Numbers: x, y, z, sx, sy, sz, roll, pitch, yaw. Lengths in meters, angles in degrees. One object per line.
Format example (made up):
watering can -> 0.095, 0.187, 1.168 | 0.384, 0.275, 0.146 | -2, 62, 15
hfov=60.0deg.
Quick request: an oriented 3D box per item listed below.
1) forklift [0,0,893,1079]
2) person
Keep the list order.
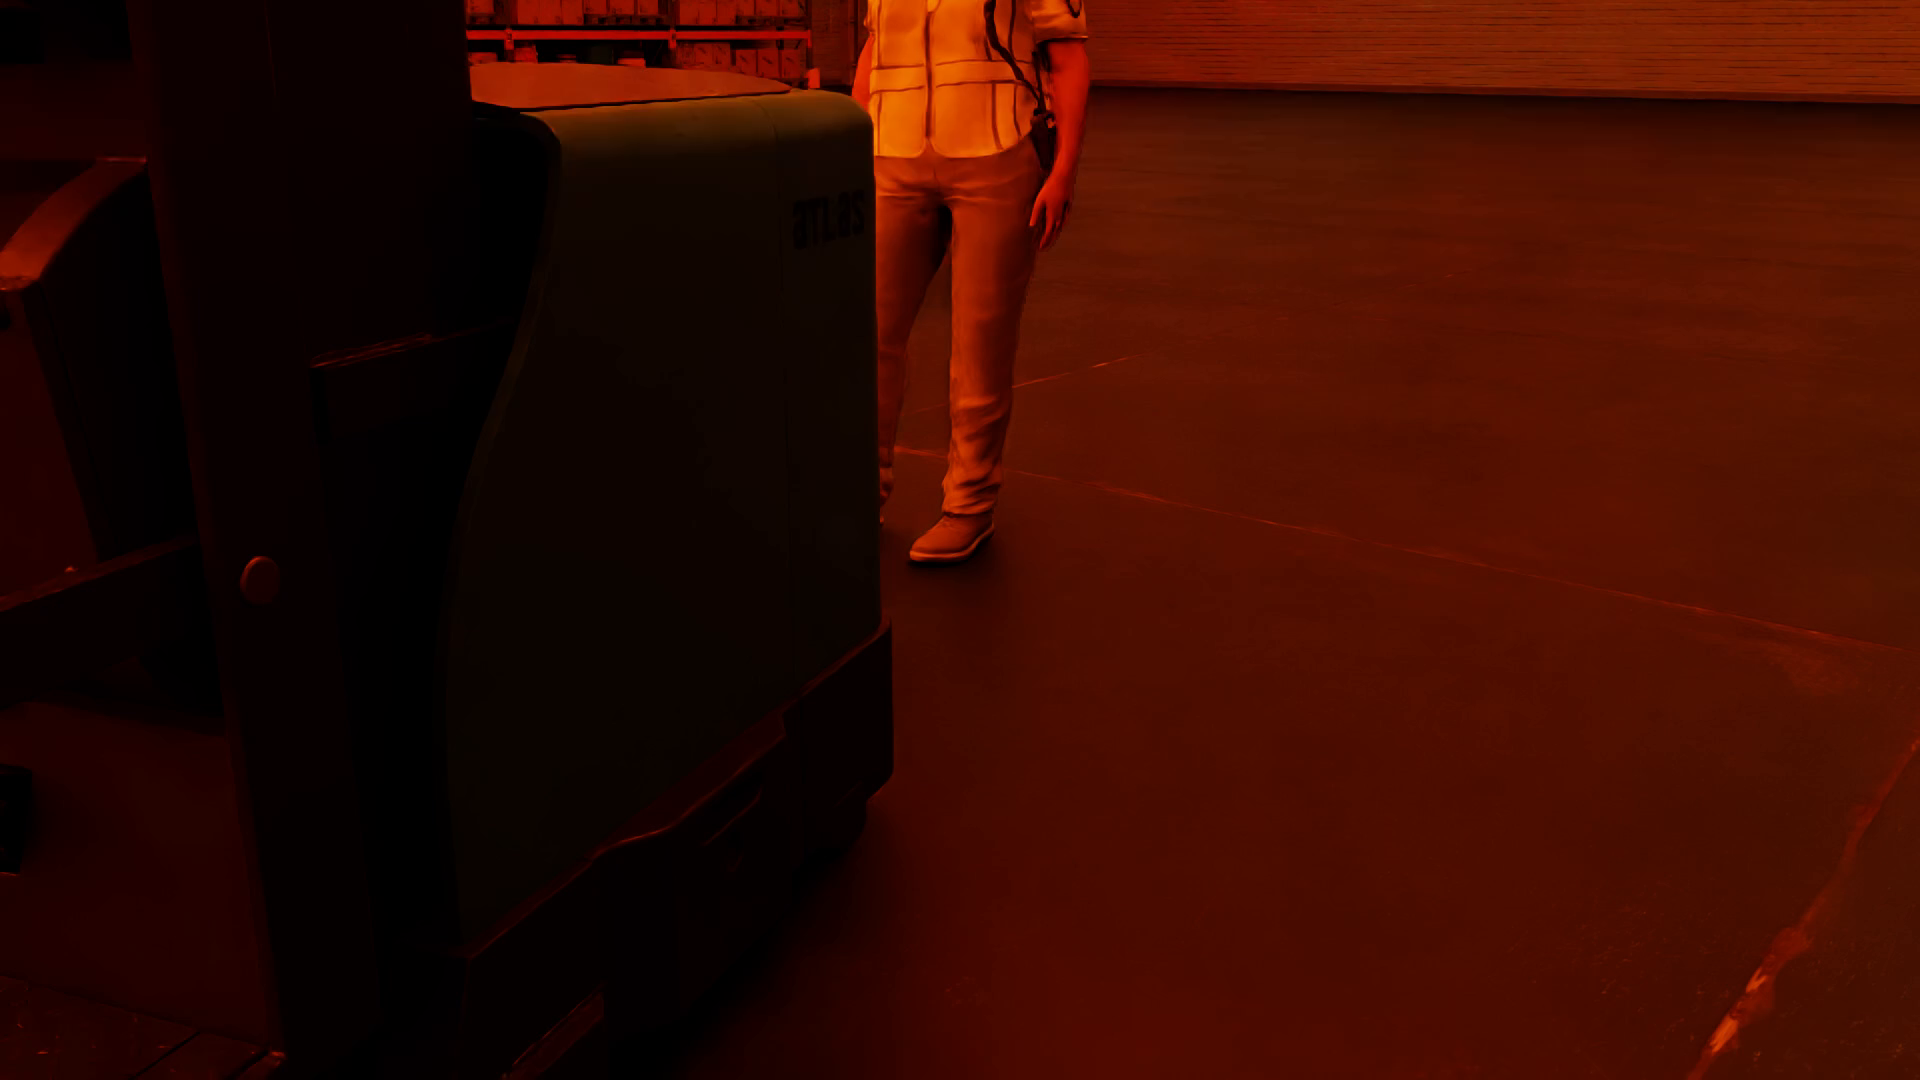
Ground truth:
forklift -> -1.117, -0.647, 1.029 | 1.130, 2.935, 3.031 | 7, 18, 21
person -> -0.059, -0.796, 3.681 | 0.662, 1.671, 0.442 | 7, 18, 21
